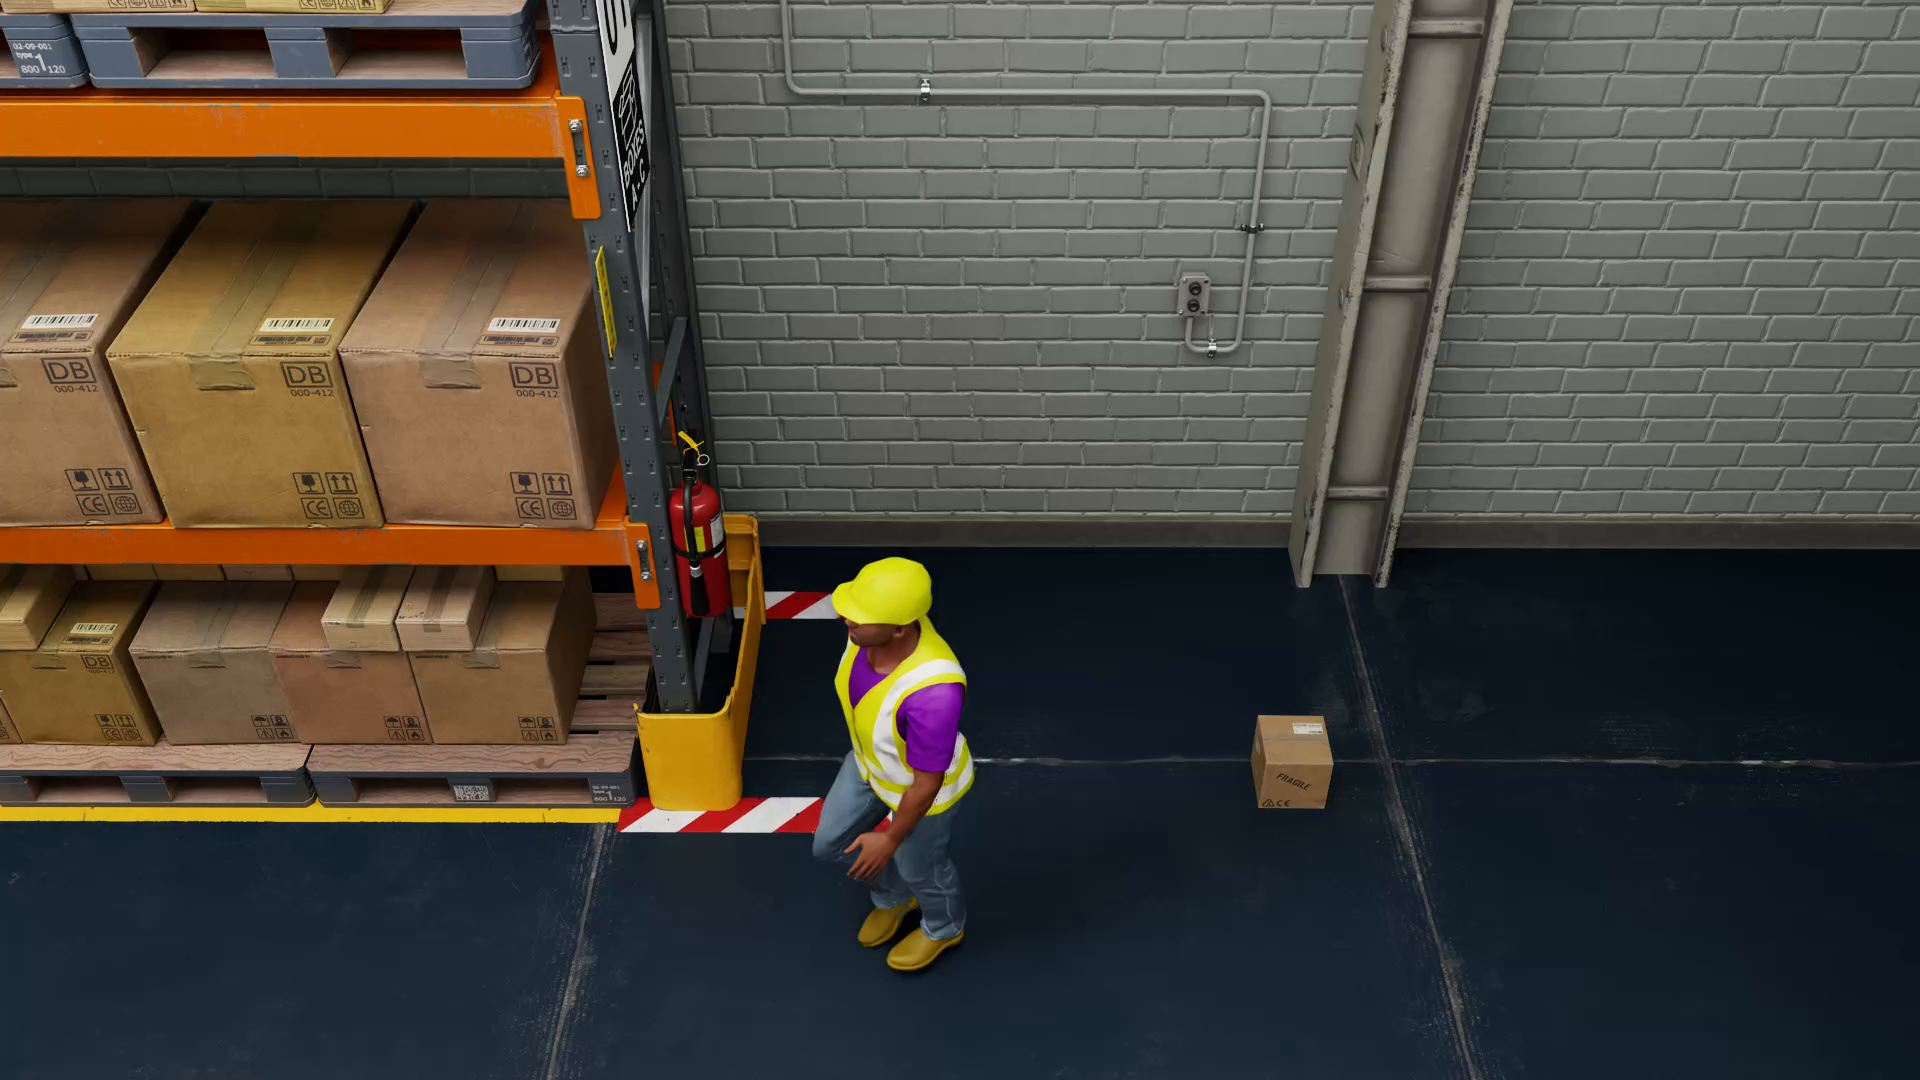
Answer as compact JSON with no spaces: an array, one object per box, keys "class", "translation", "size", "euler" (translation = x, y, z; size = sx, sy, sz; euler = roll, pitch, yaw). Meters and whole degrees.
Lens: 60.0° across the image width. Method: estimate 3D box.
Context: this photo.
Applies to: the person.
[{"class":"person","translation":[-0.229,0.749,5.213],"size":[0.525,1.787,0.632],"euler":[-22,44,-25]}]
